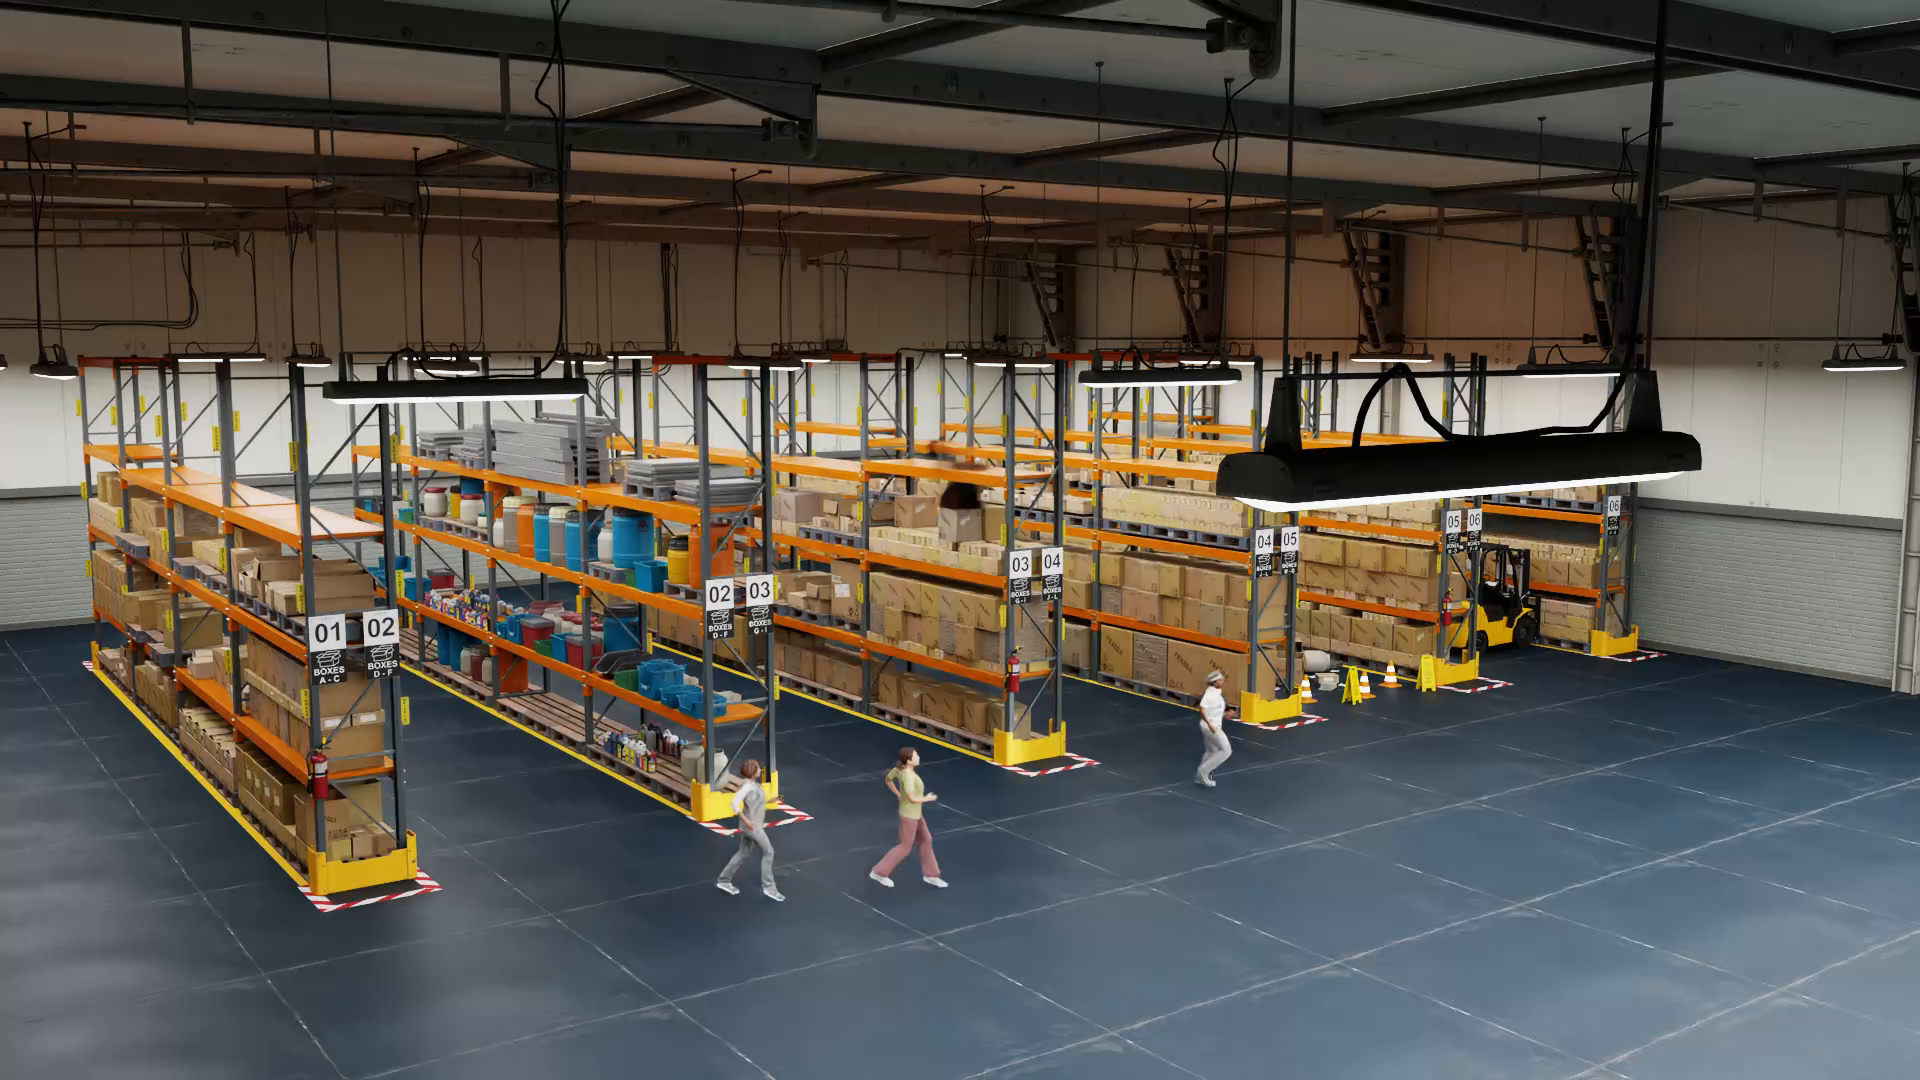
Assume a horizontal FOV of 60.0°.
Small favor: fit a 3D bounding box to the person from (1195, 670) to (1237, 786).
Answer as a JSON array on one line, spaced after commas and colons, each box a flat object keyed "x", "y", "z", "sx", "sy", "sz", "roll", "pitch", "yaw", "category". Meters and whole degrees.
[{"x": 3.631, "y": 2.650, "z": 23.561, "sx": 0.582, "sy": 1.667, "sz": 0.560, "roll": 1, "pitch": 7, "yaw": 5, "category": "person"}]

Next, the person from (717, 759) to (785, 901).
[{"x": -2.366, "y": 3.265, "z": 18.709, "sx": 0.757, "sy": 1.636, "sz": 0.514, "roll": -2, "pitch": 7, "yaw": -12, "category": "person"}]

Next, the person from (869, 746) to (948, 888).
[{"x": -0.587, "y": 3.196, "z": 19.061, "sx": 0.920, "sy": 1.695, "sz": 0.585, "roll": -1, "pitch": 7, "yaw": -8, "category": "person"}]
